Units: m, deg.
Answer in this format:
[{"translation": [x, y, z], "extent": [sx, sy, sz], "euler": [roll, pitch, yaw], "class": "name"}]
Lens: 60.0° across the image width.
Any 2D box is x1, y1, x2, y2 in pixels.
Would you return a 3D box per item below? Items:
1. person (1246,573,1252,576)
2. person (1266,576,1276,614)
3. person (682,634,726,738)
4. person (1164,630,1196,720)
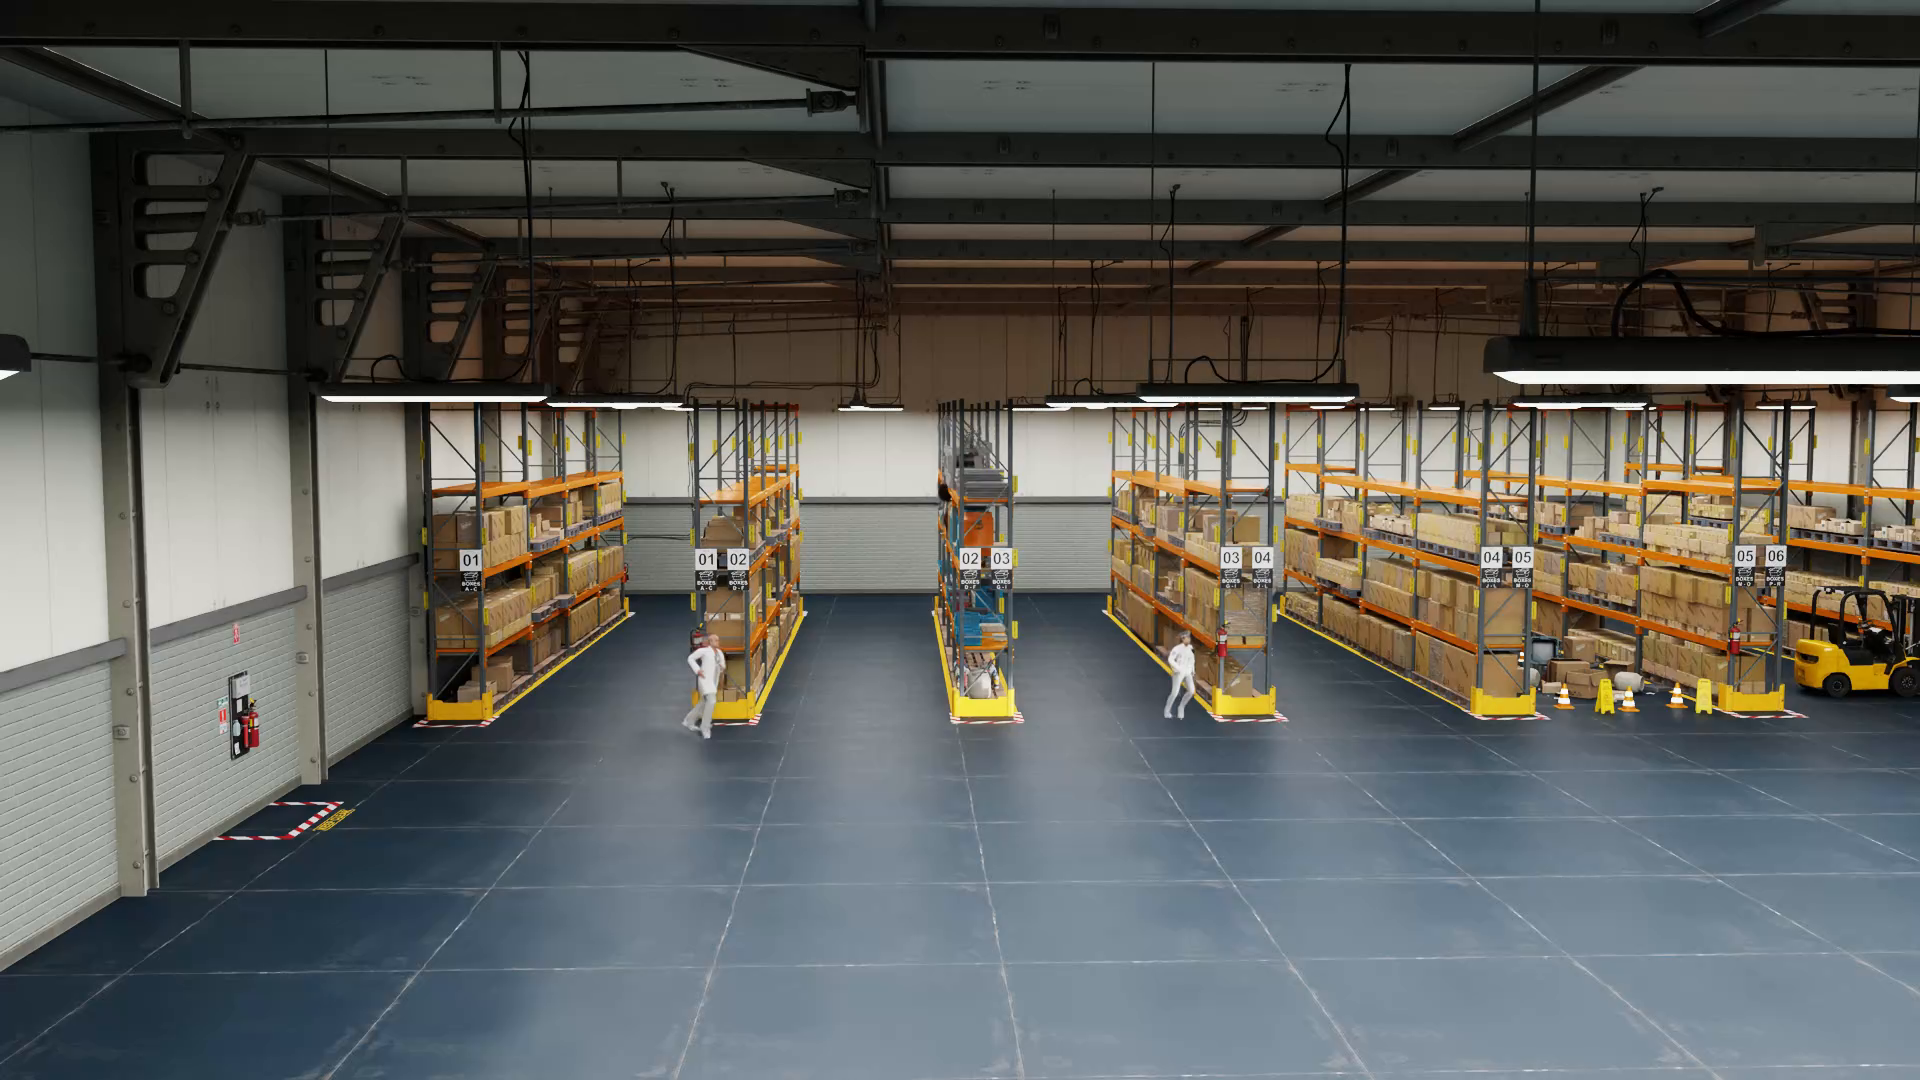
[{"translation": [8.113, 1.425, 45.666], "extent": [0.663, 1.704, 0.647], "euler": [0, 4, 3], "class": "person"}, {"translation": [8.105, 1.479, 44.412], "extent": [0.698, 1.737, 0.690], "euler": [0, 4, 5], "class": "person"}, {"translation": [-4.571, 2.606, 29.841], "extent": [0.762, 1.831, 0.741], "euler": [2, 5, 28], "class": "person"}, {"translation": [4.209, 2.526, 31.285], "extent": [0.674, 1.667, 0.621], "euler": [-2, 5, -23], "class": "person"}]
